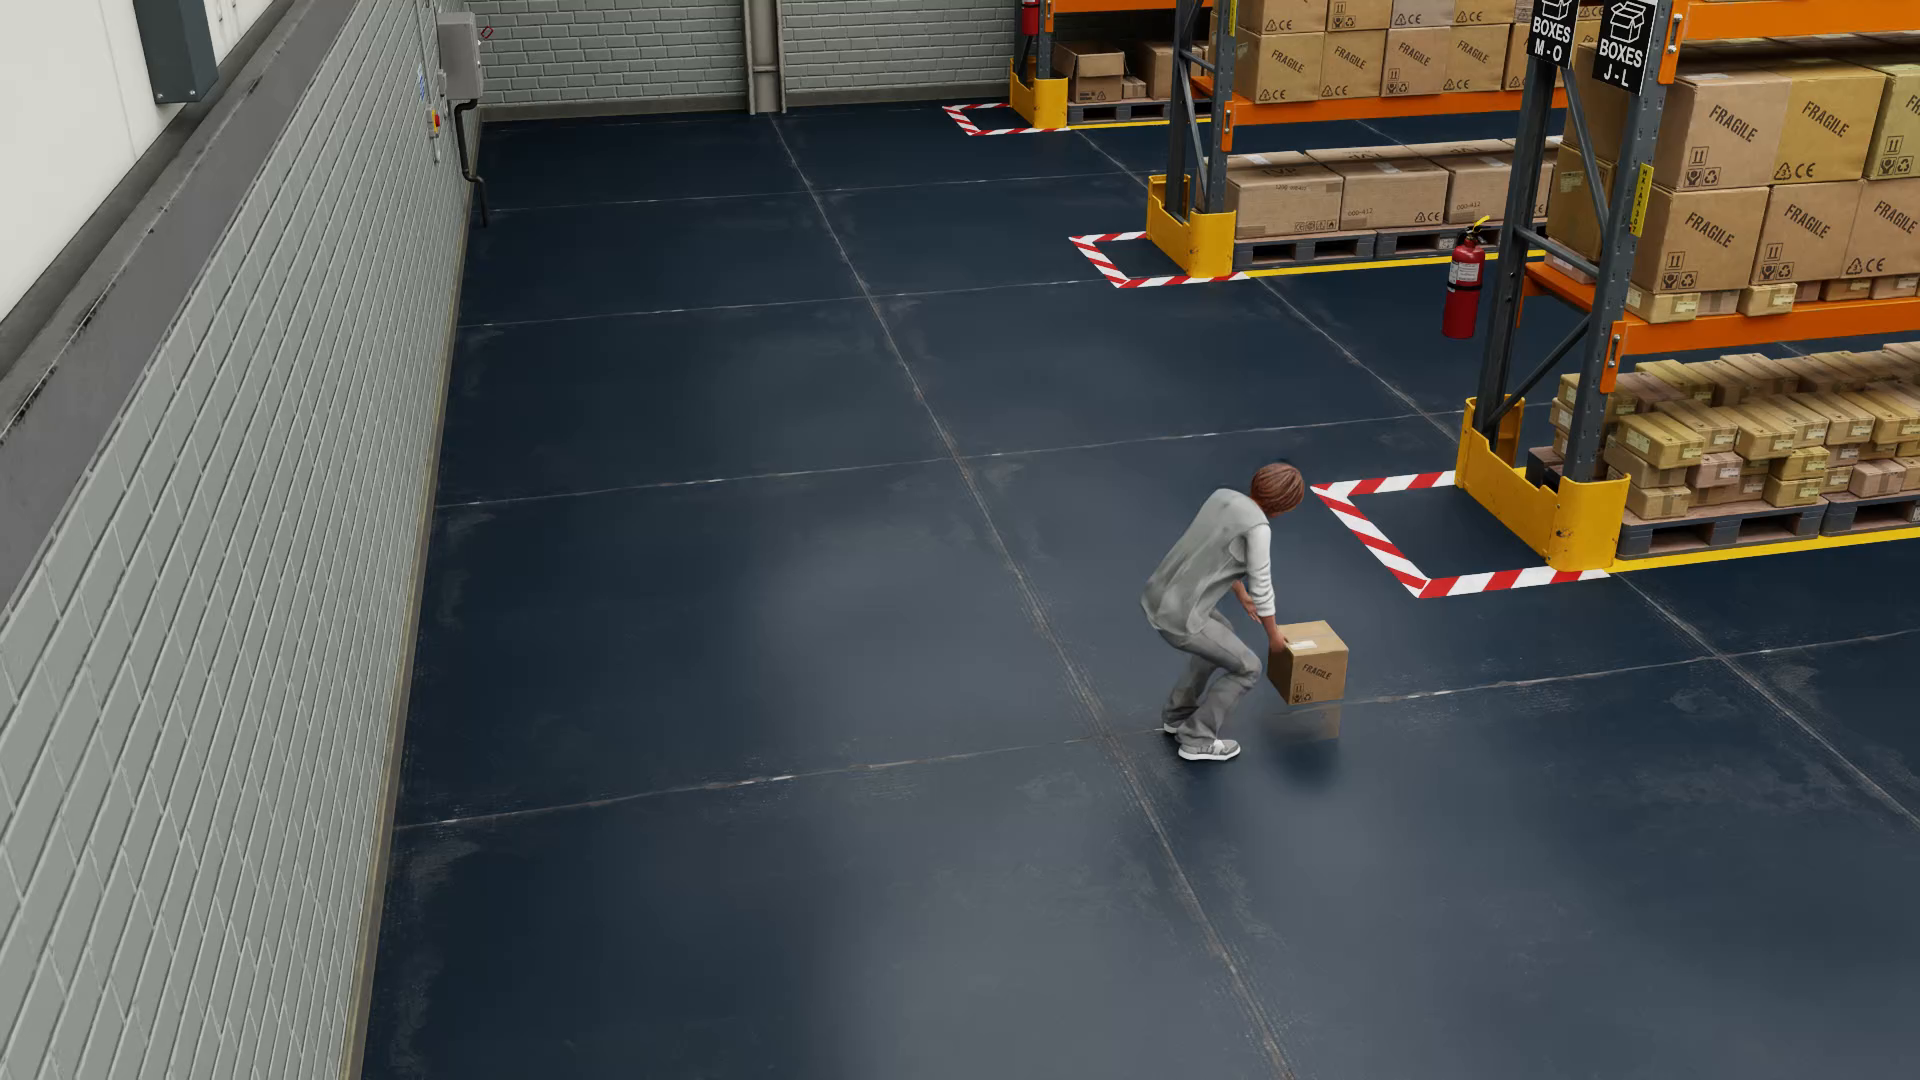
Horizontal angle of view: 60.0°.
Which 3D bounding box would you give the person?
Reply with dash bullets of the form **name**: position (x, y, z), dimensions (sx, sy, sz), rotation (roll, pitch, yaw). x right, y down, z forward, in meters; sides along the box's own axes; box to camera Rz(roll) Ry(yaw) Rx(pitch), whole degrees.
- **person**: position (1.071, 0.286, 6.933), dimensions (0.671, 1.272, 0.463), rotation (-6, 28, -11)
